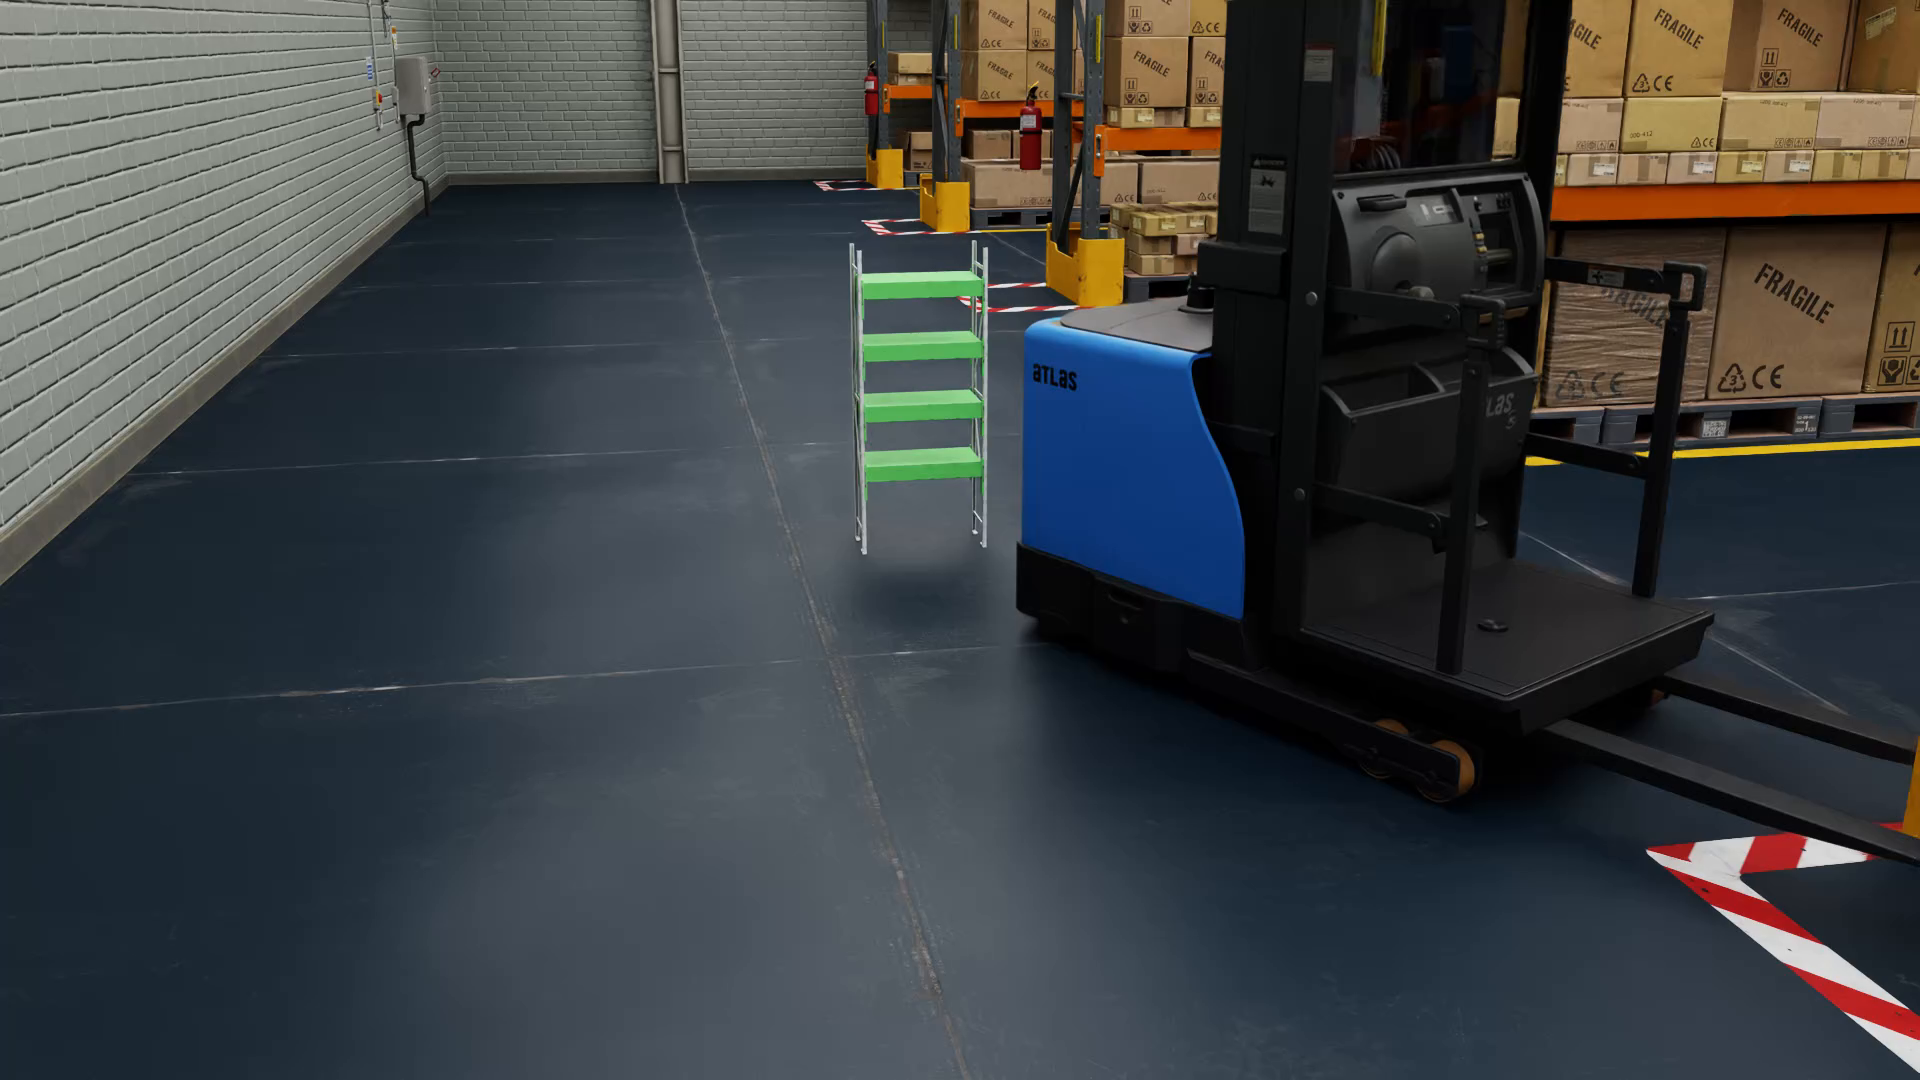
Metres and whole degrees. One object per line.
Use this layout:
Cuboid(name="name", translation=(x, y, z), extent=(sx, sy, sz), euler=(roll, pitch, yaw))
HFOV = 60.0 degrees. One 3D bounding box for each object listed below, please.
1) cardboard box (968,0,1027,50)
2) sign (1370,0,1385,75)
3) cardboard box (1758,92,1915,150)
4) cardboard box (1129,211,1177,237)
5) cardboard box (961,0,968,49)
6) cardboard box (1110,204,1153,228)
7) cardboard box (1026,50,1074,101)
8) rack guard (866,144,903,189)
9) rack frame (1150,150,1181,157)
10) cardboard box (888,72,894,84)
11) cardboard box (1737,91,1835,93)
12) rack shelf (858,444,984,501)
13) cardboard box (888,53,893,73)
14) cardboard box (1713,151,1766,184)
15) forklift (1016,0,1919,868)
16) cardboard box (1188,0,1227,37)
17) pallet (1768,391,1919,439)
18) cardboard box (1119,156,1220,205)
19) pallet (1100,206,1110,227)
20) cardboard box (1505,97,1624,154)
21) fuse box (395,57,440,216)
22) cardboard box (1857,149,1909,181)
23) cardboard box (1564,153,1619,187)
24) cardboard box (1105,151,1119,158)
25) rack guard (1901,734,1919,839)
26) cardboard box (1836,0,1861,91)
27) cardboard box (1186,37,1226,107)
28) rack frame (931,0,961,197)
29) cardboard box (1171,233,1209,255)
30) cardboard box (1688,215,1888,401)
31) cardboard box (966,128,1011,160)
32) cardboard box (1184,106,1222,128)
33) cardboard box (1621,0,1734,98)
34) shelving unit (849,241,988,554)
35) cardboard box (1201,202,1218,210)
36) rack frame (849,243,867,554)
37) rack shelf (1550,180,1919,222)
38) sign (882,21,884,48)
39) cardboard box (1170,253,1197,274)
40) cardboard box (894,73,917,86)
Cuboid(name="cardboard box", translation=(0.380, -5.251, 16.926), extent=(0.500, 0.500, 0.500), euler=(-4, 17, -12))
Cuboid(name="sign", translation=(1.834, -2.215, 7.306), extent=(0.005, 0.325, 0.100), euler=(-3, 17, -10))
Cuboid(name="cardboard box", translation=(4.270, -2.059, 8.155), extent=(0.500, 0.250, 0.500), euler=(-3, 17, -9))
Cuboid(name="cardboard box", translation=(1.472, -2.413, 12.686), extent=(0.250, 0.149, 0.380), euler=(-4, 18, -13))
Cuboid(name="cardboard box", translation=(0.283, -5.402, 17.418), extent=(0.500, 0.500, 0.500), euler=(-3, 17, -9))
Cuboid(name="cardboard box", translation=(1.365, -2.584, 13.244), extent=(0.250, 0.149, 0.380), euler=(-3, 17, -10))
Cuboid(name="cardboard box", translation=(0.872, -4.809, 17.189), extent=(0.500, 0.500, 0.500), euler=(-3, 17, -11))
Cuboid(name="rack guard", translation=(-1.016, -5.021, 22.307), extent=(0.348, 0.500, 1.175), euler=(-3, 17, -10))
Cuboid(name="rack frame", translation=(2.837, -6.434, 22.652), extent=(0.127, 3.000, 1.000), euler=(-3, 17, -10))
Cuboid(name="cardboard box", translation=(-0.816, -6.187, 22.275), extent=(0.250, 0.149, 0.380), euler=(-3, 17, -11))
Cuboid(name="cardboard box", translation=(4.154, -2.210, 8.647), extent=(0.500, 0.250, 0.500), euler=(-3, 17, -9))
Cuboid(name="rack shelf", translation=(-0.163, -0.274, 6.695), extent=(0.480, 0.148, 0.258), euler=(-3, 17, -10))
Cuboid(name="cardboard box", translation=(-0.689, -6.384, 22.237), extent=(0.500, 0.250, 0.500), euler=(-3, 17, -9))
Cuboid(name="cardboard box", translation=(3.656, -1.815, 8.039), extent=(0.250, 0.149, 0.380), euler=(-4, 17, -12))
Cuboid(name="forklift", translation=(1.517, -0.856, 4.607), extent=(1.130, 2.935, 3.031), euler=(-14, 22, -37))
Cuboid(name="cardboard box", translation=(1.878, -4.006, 12.365), extent=(0.500, 0.500, 0.500), euler=(-3, 17, -9))
Cuboid(name="pallet", translation=(4.901, -0.794, 9.037), extent=(1.213, 0.211, 1.003), euler=(-3, 17, -10))
Cuboid(name="cardboard box", translation=(2.266, -3.925, 18.132), extent=(0.875, 0.438, 0.875), euler=(-4, 17, -12))
Cuboid(name="pallet", translation=(1.820, -3.582, 18.114), extent=(1.213, 0.211, 1.003), euler=(-3, 17, -10))
Cuboid(name="cardboard box", translation=(2.766, -1.974, 7.879), extent=(0.500, 0.250, 0.500), euler=(-3, 17, -11))
Cuboid(name="fuse box", translation=(-5.932, -4.458, 18.411), extent=(0.414, 1.711, 0.539), euler=(-3, 17, -10))
Cuboid(name="cardboard box", translation=(4.414, -1.858, 8.179), extent=(0.250, 0.149, 0.380), euler=(-3, 17, -9))
Cuboid(name="cardboard box", translation=(2.905, -1.772, 7.902), extent=(0.250, 0.149, 0.380), euler=(-4, 17, -11))
Cuboid(name="cardboard box", translation=(1.995, -5.193, 22.550), extent=(0.258, 0.266, 0.396), euler=(-3, 17, -8))
Cuboid(name="rack guard", translation=(2.653, 0.704, 3.669), extent=(0.348, 0.500, 1.175), euler=(-3, 17, -10))
Cuboid(name="cardboard box", translation=(4.658, -2.598, 8.632), extent=(0.500, 0.500, 0.500), euler=(-3, 17, -10))
Cuboid(name="cardboard box", translation=(1.907, -3.532, 12.525), extent=(0.500, 0.500, 0.500), euler=(-3, 17, -10))
Cuboid(name="rack frame", translation=(-0.145, -4.781, 17.268), extent=(0.127, 3.000, 1.000), euler=(-3, 17, -10))
Cuboid(name="cardboard box", translation=(1.736, -2.294, 12.805), extent=(0.250, 0.149, 0.380), euler=(-3, 17, -11))
Cuboid(name="cardboard box", translation=(4.115, -1.268, 8.735), extent=(0.875, 0.875, 0.875), euler=(-3, 17, -10))
Cuboid(name="cardboard box", translation=(0.375, -5.260, 22.372), extent=(0.500, 0.500, 0.700), euler=(-3, 17, -8))
Cuboid(name="cardboard box", translation=(1.790, -3.189, 12.512), extent=(0.250, 0.149, 0.380), euler=(-4, 17, -12))
Cuboid(name="cardboard box", translation=(3.256, -2.360, 7.859), extent=(0.500, 0.500, 0.500), euler=(-4, 17, -12))
Cuboid(name="shelving unit", translation=(-0.163, -0.564, 6.606), extent=(0.503, 1.200, 0.258), euler=(-3, 17, -10))
Cuboid(name="cardboard box", translation=(2.119, -2.629, 13.389), extent=(0.250, 0.149, 0.380), euler=(-4, 18, -13))
Cuboid(name="rack frame", translation=(-0.402, -0.551, 6.561), extent=(0.015, 1.200, 0.240), euler=(-3, 17, -10))
Cuboid(name="rack shelf", translation=(3.698, -1.691, 8.435), extent=(4.000, 0.370, 1.077), euler=(-3, 17, -10))
Cuboid(name="sign", translation=(-0.988, -6.469, 21.290), extent=(0.005, 0.325, 0.100), euler=(-3, 17, -10))
Cuboid(name="cardboard box", translation=(1.710, -2.173, 12.916), extent=(0.250, 0.149, 0.380), euler=(-3, 17, -11))
Cuboid(name="cardboard box", translation=(-0.716, -6.031, 21.765), extent=(0.250, 0.149, 0.380), euler=(-3, 17, -11))
